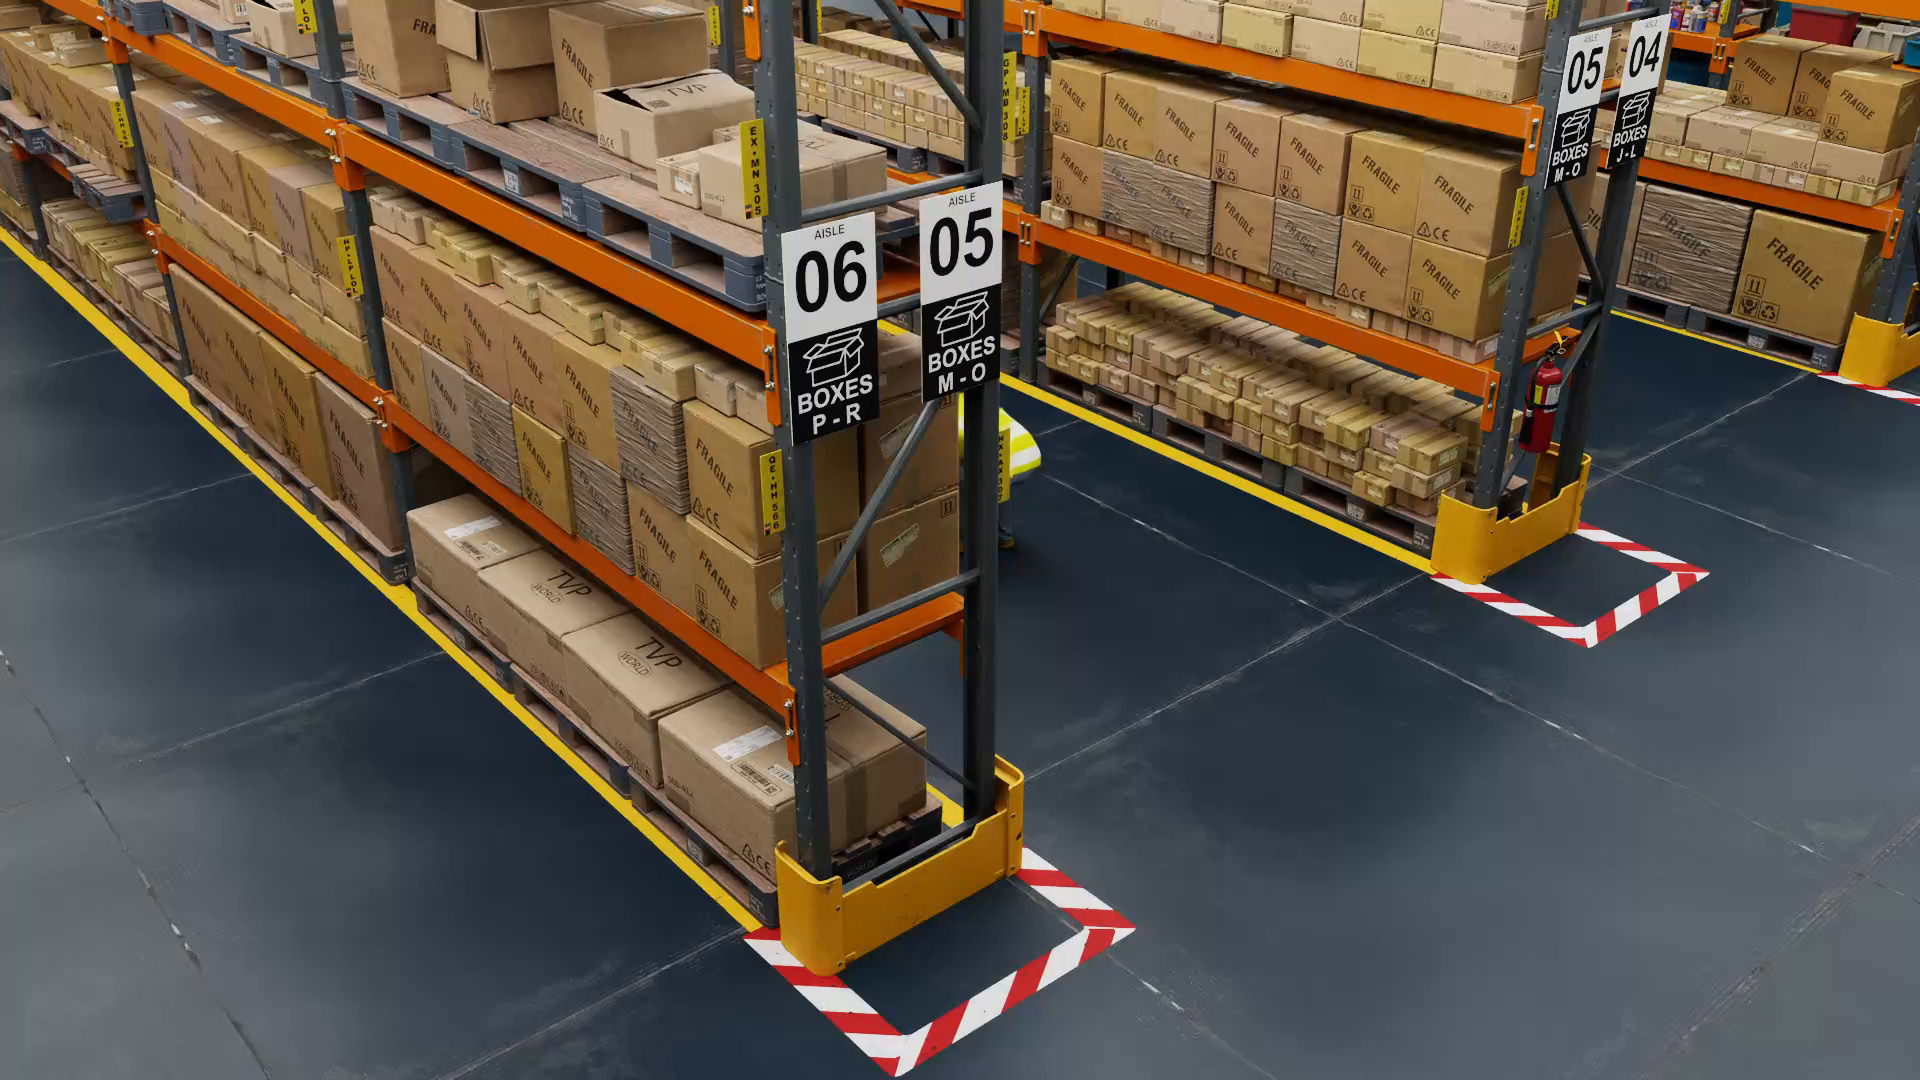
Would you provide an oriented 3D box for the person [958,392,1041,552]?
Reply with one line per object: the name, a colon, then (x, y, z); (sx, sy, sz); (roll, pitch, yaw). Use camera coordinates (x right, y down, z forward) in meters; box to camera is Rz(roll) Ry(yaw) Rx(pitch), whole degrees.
person: (0.053, -0.437, 10.236); (0.523, 1.001, 0.949); (-23, 36, -37)
